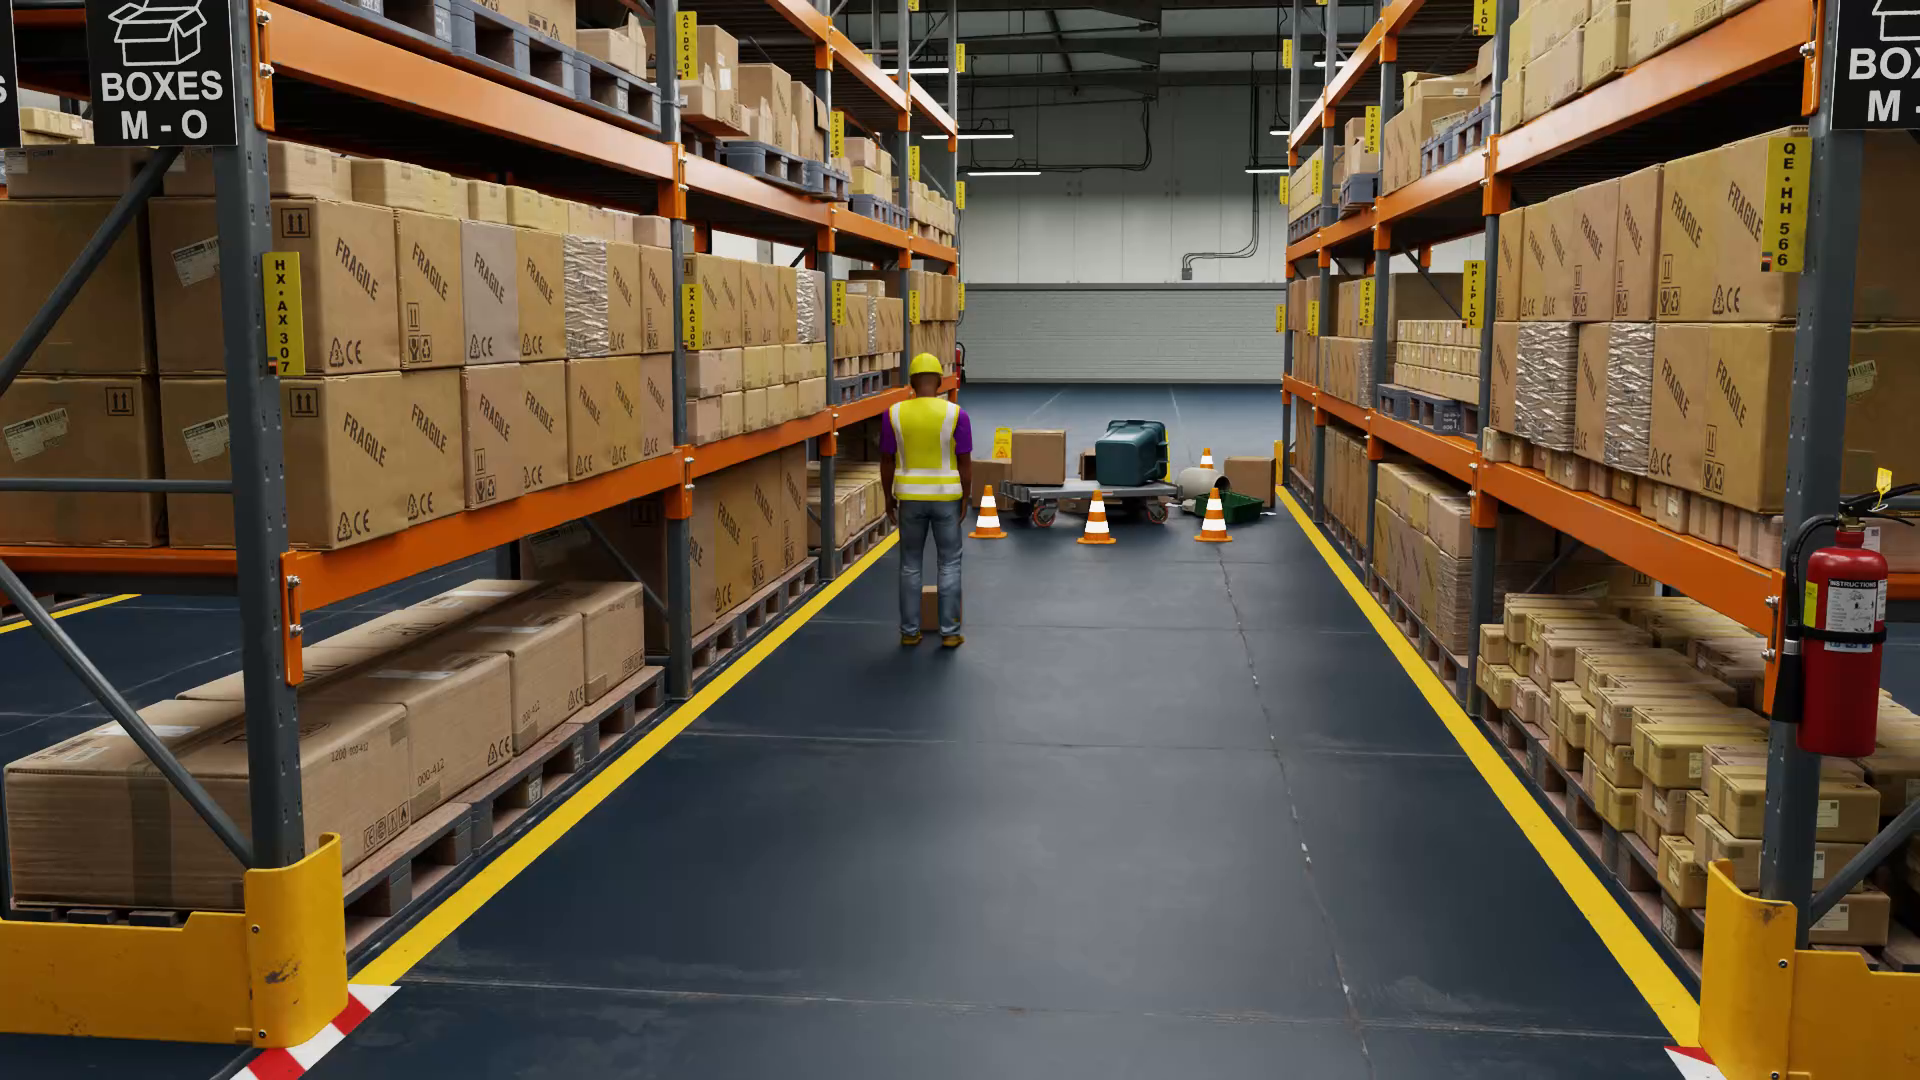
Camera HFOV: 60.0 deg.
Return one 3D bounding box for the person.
[{"bbox_3d":[-0.201,-0.241,10.061,0.567,1.768,0.366,1,8,7],"label":"person"}]
